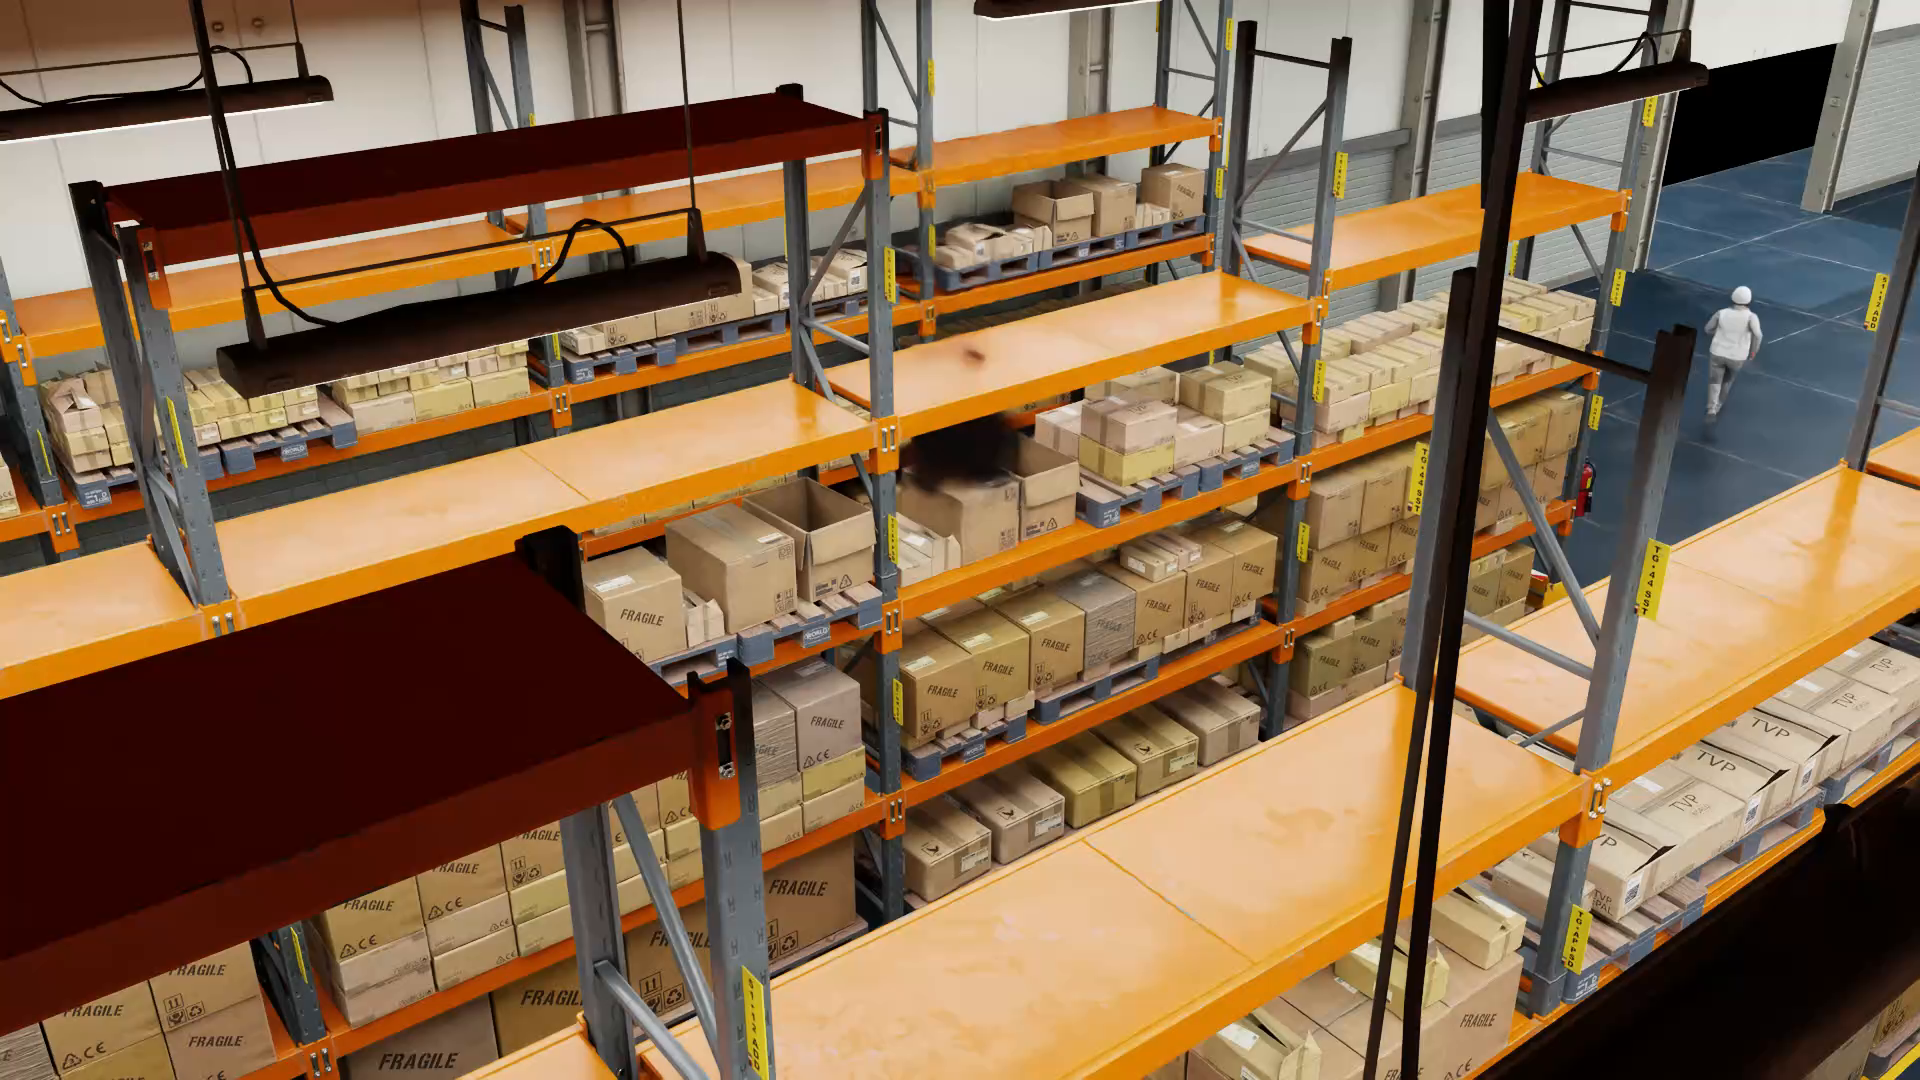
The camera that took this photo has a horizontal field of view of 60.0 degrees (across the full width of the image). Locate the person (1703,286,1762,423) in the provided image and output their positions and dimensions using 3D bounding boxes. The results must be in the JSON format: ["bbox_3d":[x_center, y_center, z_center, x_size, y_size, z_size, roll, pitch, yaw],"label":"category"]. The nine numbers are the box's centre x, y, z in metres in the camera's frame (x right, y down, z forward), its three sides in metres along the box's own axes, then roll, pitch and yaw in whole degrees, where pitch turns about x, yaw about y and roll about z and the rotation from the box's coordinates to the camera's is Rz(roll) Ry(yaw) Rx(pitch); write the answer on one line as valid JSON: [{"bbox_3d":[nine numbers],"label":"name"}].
[{"bbox_3d":[9.587,-2.286,20.774,0.674,1.774,1.010,13,29,24],"label":"person"}]
